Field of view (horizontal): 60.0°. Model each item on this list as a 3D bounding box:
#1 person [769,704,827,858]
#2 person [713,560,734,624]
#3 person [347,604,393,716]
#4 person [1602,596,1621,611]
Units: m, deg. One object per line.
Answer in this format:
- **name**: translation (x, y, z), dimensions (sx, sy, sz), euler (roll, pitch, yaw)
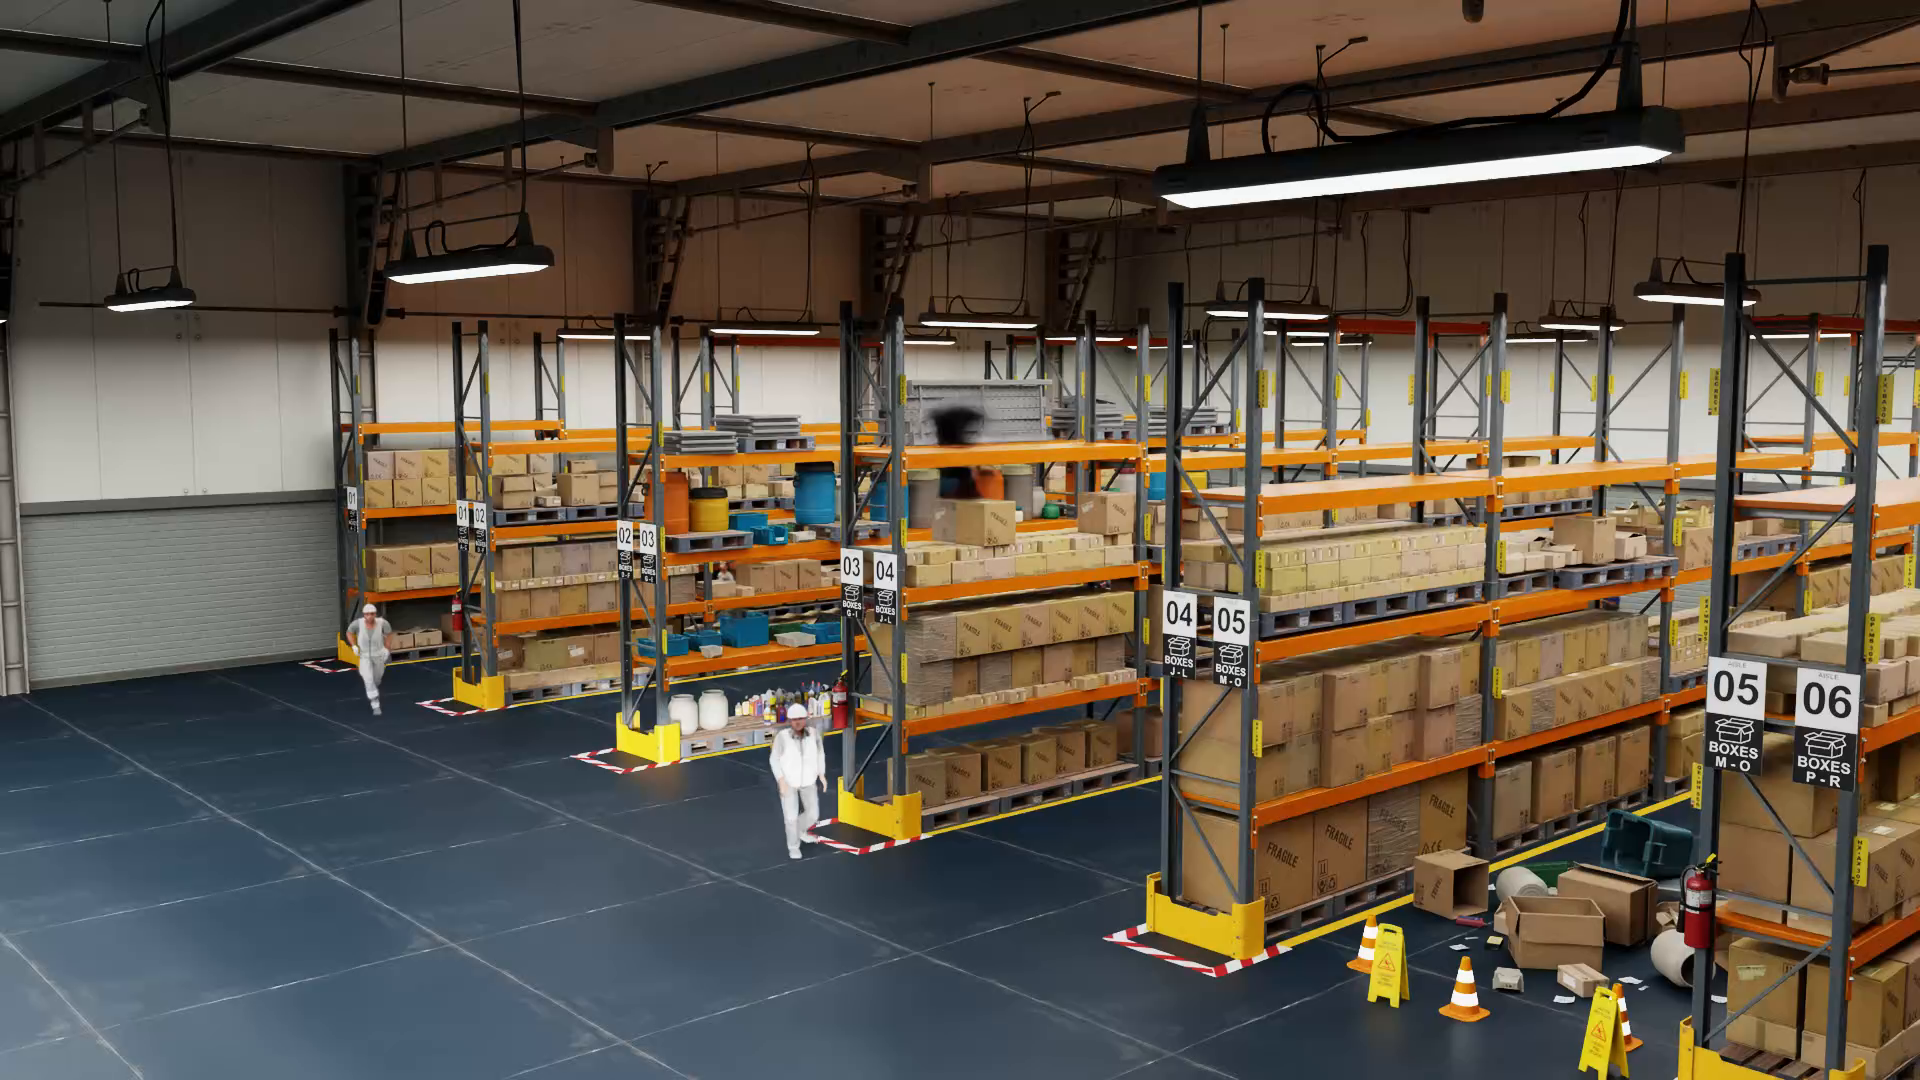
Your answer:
- **person**: translation (-1.761, 2.559, 17.822), dimensions (0.624, 1.714, 0.753), euler (-2, 6, -23)
- **person**: translation (-4.541, 1.189, 31.843), dimensions (0.555, 1.689, 0.703), euler (5, 7, 39)
- **person**: translation (-9.081, 1.802, 25.624), dimensions (0.665, 1.728, 0.969), euler (-2, 6, -16)
- **person**: translation (11.888, 1.340, 30.524), dimensions (0.550, 1.681, 0.857), euler (-1, 6, -13)
